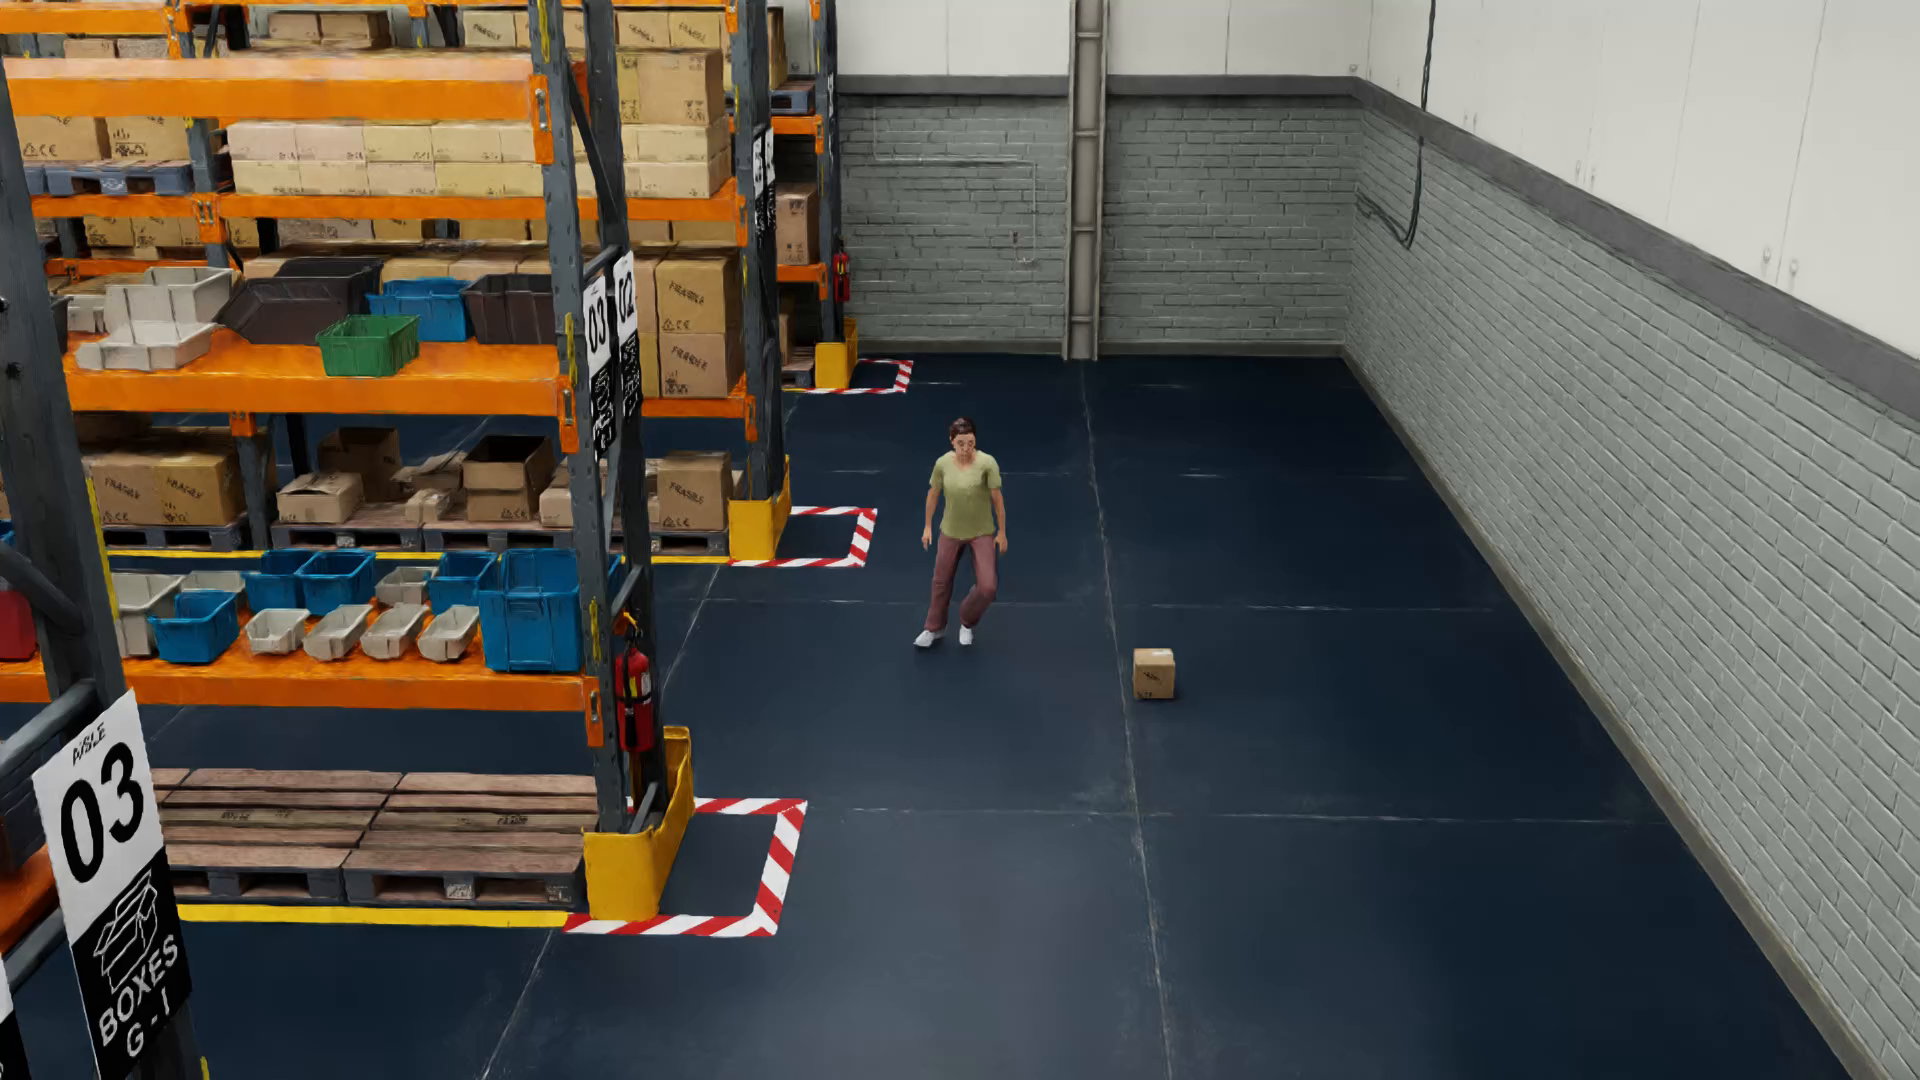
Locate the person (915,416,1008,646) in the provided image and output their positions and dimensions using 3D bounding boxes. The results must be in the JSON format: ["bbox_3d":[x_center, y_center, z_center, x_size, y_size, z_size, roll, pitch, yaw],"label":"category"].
[{"bbox_3d":[0.009,-0.038,11.150,0.636,1.644,0.402,3,21,8],"label":"person"}]
